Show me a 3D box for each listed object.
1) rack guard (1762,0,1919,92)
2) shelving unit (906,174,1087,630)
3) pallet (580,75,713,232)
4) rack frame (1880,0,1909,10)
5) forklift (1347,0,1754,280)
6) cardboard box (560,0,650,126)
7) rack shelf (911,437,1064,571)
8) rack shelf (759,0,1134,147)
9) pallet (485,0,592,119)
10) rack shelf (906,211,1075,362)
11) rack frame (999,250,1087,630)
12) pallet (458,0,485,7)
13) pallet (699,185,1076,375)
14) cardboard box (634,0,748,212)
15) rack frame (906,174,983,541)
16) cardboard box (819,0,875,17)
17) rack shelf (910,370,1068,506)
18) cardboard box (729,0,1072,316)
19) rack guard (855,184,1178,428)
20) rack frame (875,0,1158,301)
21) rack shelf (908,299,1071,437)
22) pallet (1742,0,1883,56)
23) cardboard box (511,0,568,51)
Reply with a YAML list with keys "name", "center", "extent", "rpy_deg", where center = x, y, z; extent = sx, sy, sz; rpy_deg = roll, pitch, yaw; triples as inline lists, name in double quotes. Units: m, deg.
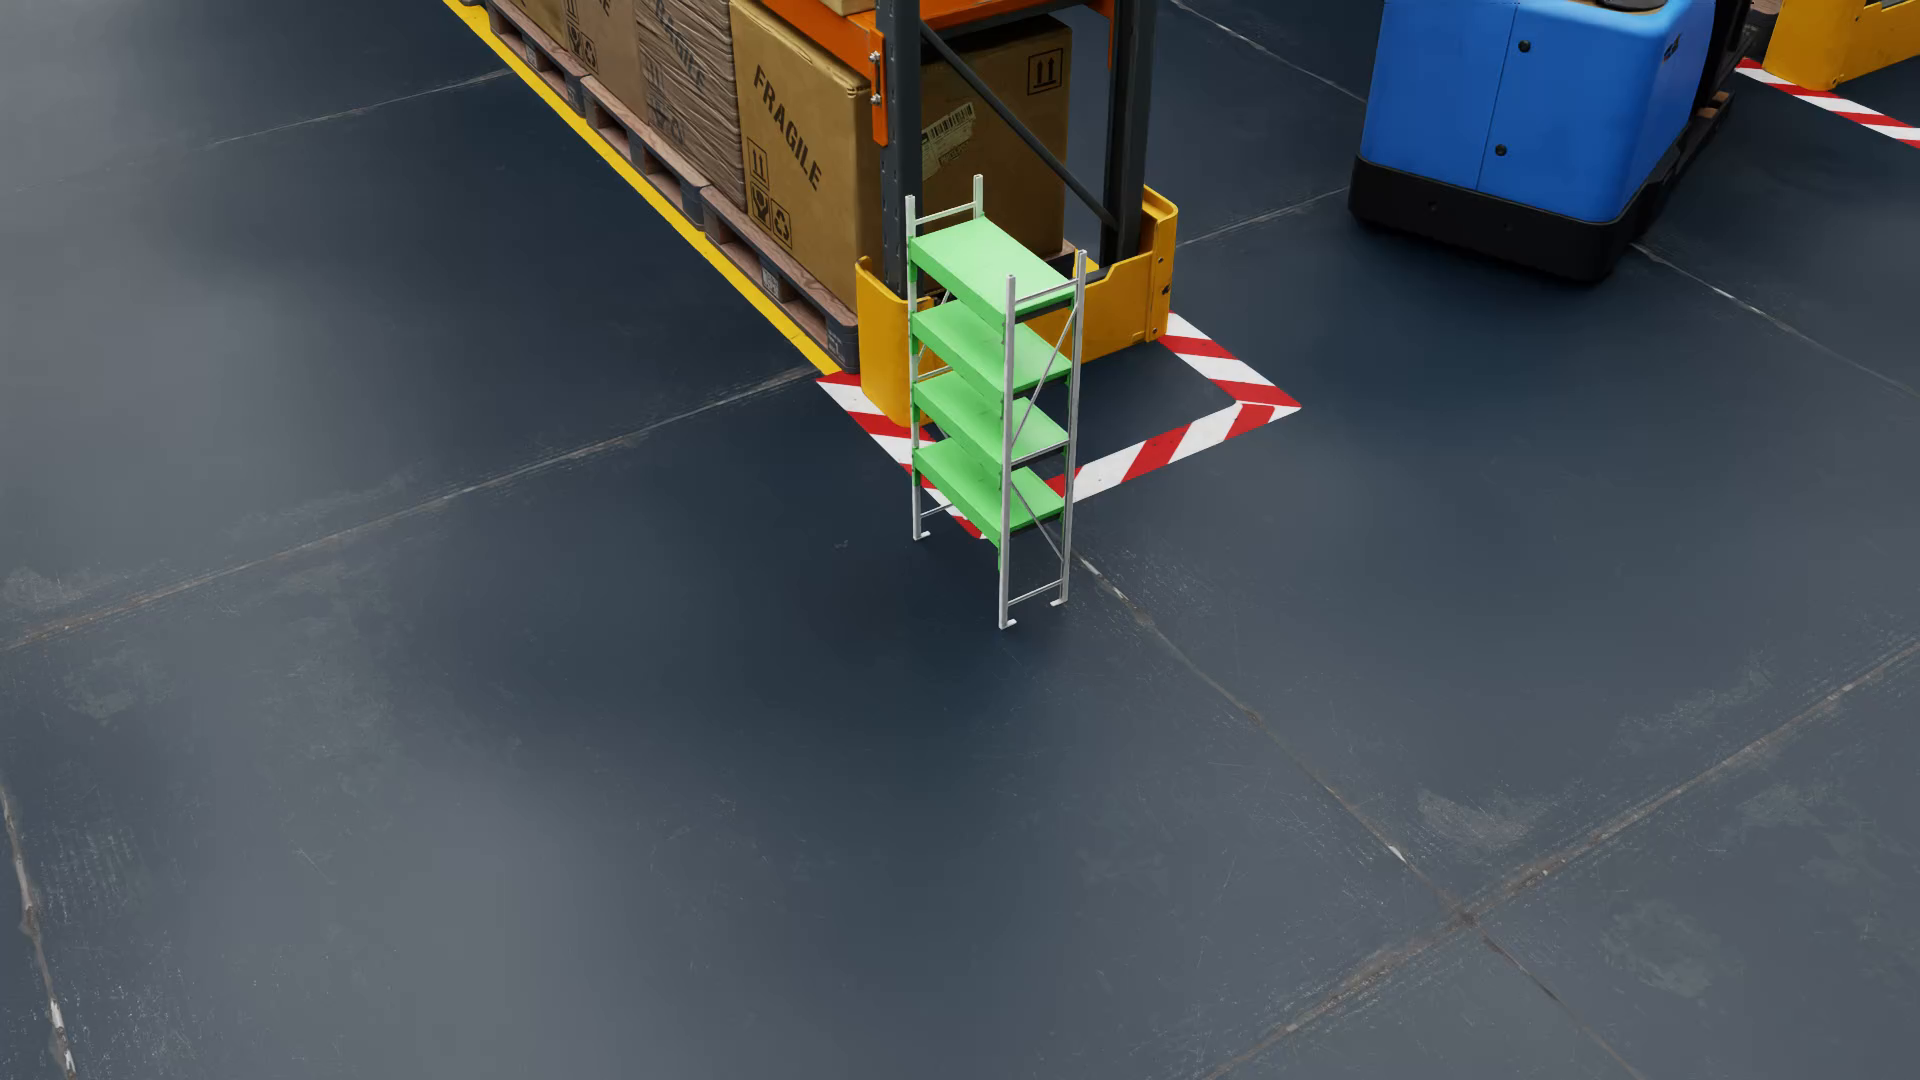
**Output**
- name: "rack guard"
  center: [4.397, -2.563, 7.935]
  extent: [1.175, 0.500, 0.348]
  rpy_deg: [-22, 45, -24]
- name: "shelving unit"
  center: [0.089, -0.372, 4.759]
  extent: [0.258, 1.200, 0.503]
  rpy_deg: [-22, 45, -24]
- name: "pallet"
  center: [-0.951, -1.818, 7.267]
  extent: [1.003, 0.211, 1.213]
  rpy_deg: [-22, 45, -24]
- name: "rack frame"
  center: [4.373, -3.532, 7.145]
  extent: [1.000, 3.000, 0.127]
  rpy_deg: [-22, 45, -24]
- name: "forklift"
  center: [2.810, -3.023, 6.588]
  extent: [1.130, 2.935, 3.031]
  rpy_deg: [23, 45, 25]
- name: "cardboard box"
  center: [-1.183, -2.462, 7.193]
  extent: [0.875, 0.875, 0.875]
  rpy_deg: [-22, 45, -24]
- name: "rack shelf"
  center: [0.089, -0.138, 4.953]
  extent: [0.258, 0.148, 0.480]
  rpy_deg: [-22, 45, -24]
- name: "rack shelf"
  center: [-0.879, -2.630, 6.625]
  extent: [1.077, 0.370, 4.000]
  rpy_deg: [-22, 45, -24]
- name: "pallet"
  center: [-1.611, -2.477, 8.058]
  extent: [1.003, 0.211, 1.213]
  rpy_deg: [-22, 45, -24]
- name: "rack shelf"
  center: [0.089, -0.691, 4.492]
  extent: [0.258, 0.148, 0.480]
  rpy_deg: [-22, 45, -24]
- name: "rack frame"
  center: [0.220, -0.240, 4.601]
  extent: [0.240, 1.200, 0.015]
  rpy_deg: [-22, 45, -24]
- name: "pallet"
  center: [-2.433, -3.305, 9.052]
  extent: [1.003, 0.211, 1.213]
  rpy_deg: [-22, 45, -24]
- name: "pallet"
  center: [-0.299, -1.160, 6.478]
  extent: [1.003, 0.211, 1.213]
  rpy_deg: [-22, 45, -24]
- name: "cardboard box"
  center: [-0.704, -1.981, 6.616]
  extent: [0.875, 0.875, 0.875]
  rpy_deg: [-22, 45, -24]
- name: "rack frame"
  center: [-0.042, -0.503, 4.917]
  extent: [0.240, 1.200, 0.015]
  rpy_deg: [-22, 45, -24]
- name: "cardboard box"
  center: [-0.272, -1.809, 5.274]
  extent: [0.380, 0.149, 0.250]
  rpy_deg: [-21, 44, -24]
- name: "rack shelf"
  center: [0.089, -0.322, 4.799]
  extent: [0.258, 0.148, 0.480]
  rpy_deg: [-22, 45, -24]
- name: "cardboard box"
  center: [-0.215, -1.490, 6.027]
  extent: [0.875, 0.875, 0.875]
  rpy_deg: [-22, 45, -24]
- name: "rack guard"
  center: [0.210, -0.854, 5.884]
  extent: [1.175, 0.500, 0.348]
  rpy_deg: [-22, 45, -24]
- name: "rack frame"
  center: [0.197, -1.827, 5.099]
  extent: [1.000, 3.000, 0.127]
  rpy_deg: [-22, 45, -24]
- name: "rack shelf"
  center: [0.089, -0.507, 4.646]
  extent: [0.258, 0.148, 0.480]
  rpy_deg: [-22, 45, -24]
- name: "pallet"
  center: [3.962, -2.919, 8.588]
  extent: [1.003, 0.211, 1.213]
  rpy_deg: [-22, 45, -24]
- name: "cardboard box"
  center: [-1.667, -2.947, 7.775]
  extent: [0.875, 0.875, 0.875]
  rpy_deg: [-22, 45, -24]
